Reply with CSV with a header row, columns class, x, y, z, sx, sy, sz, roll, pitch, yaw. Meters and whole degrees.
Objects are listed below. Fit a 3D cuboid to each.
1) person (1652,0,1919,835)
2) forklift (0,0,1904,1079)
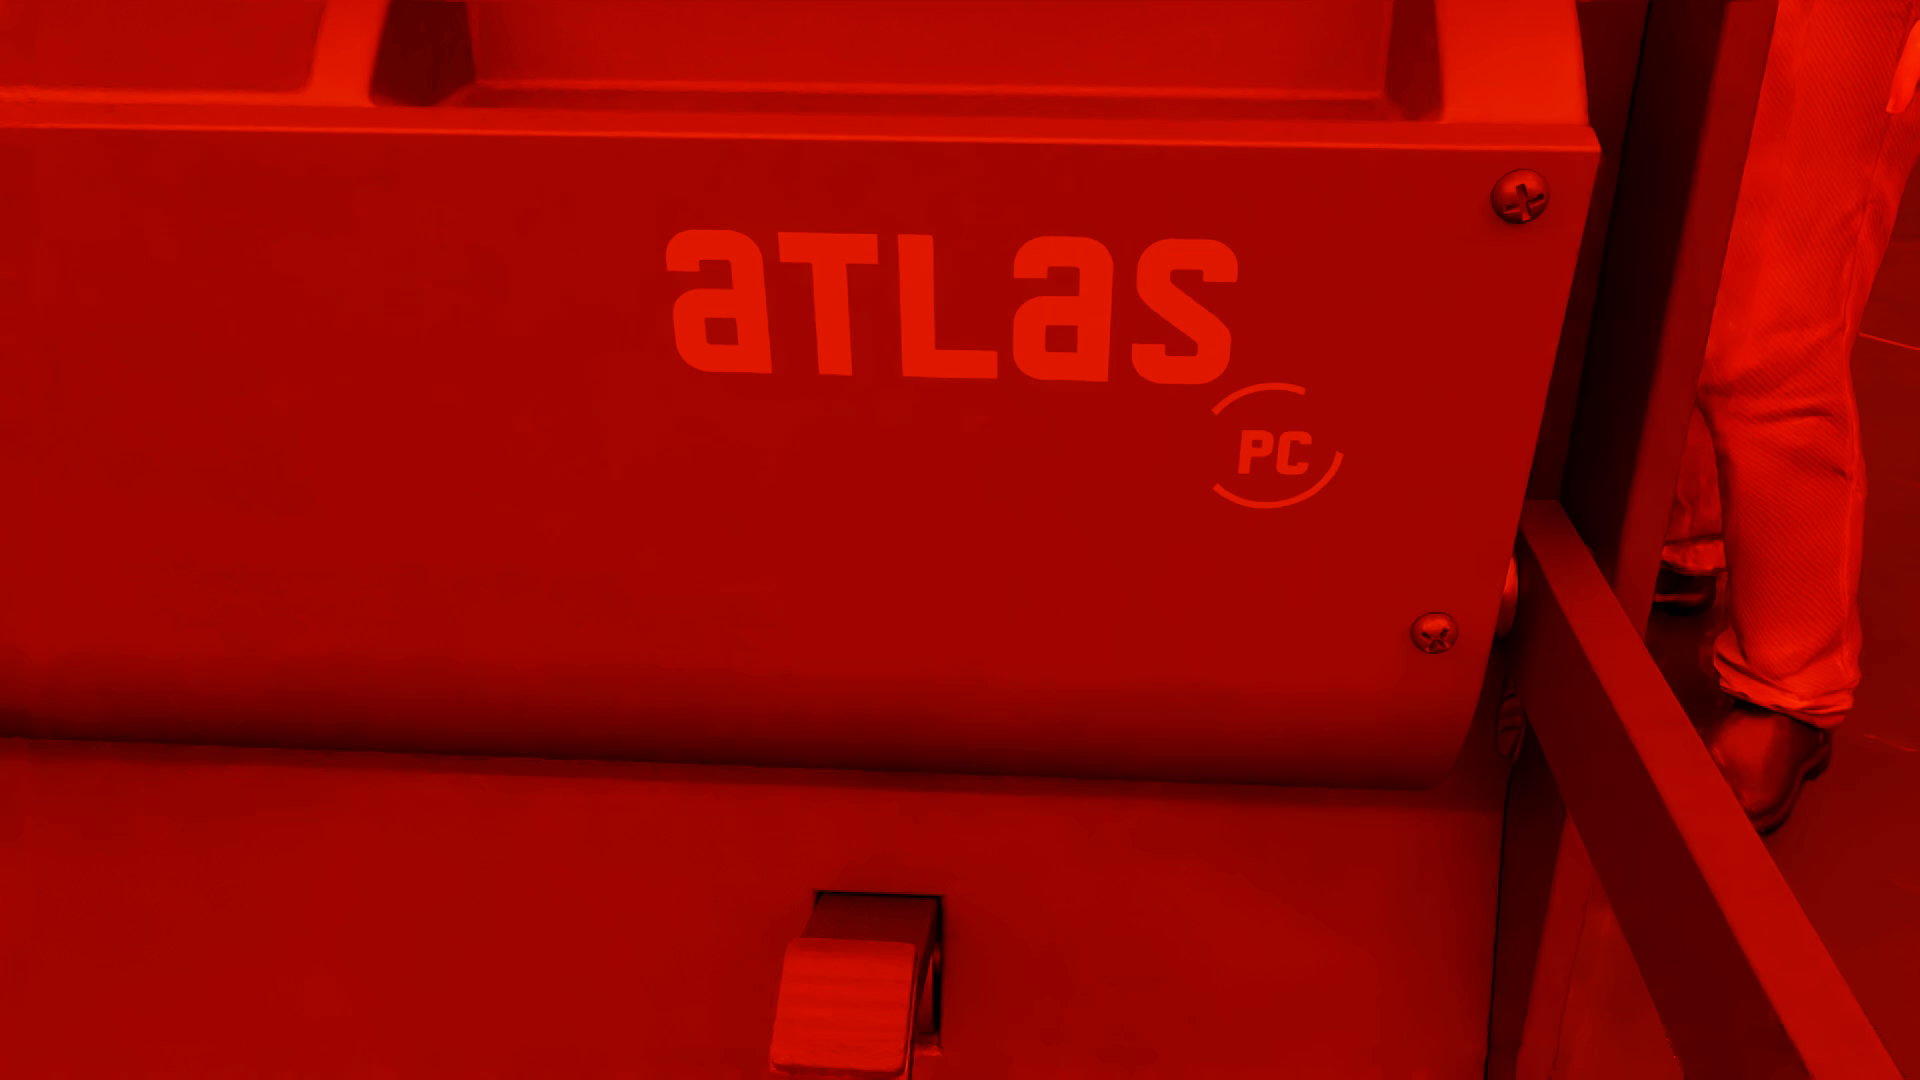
class,x,y,z,sx,sy,sz,roll,pitch,yaw
person,0.914,-0.609,1.829,0.387,1.695,0.817,-5,27,-9
forklift,-0.241,-0.527,0.283,1.130,2.935,3.031,2,27,3
